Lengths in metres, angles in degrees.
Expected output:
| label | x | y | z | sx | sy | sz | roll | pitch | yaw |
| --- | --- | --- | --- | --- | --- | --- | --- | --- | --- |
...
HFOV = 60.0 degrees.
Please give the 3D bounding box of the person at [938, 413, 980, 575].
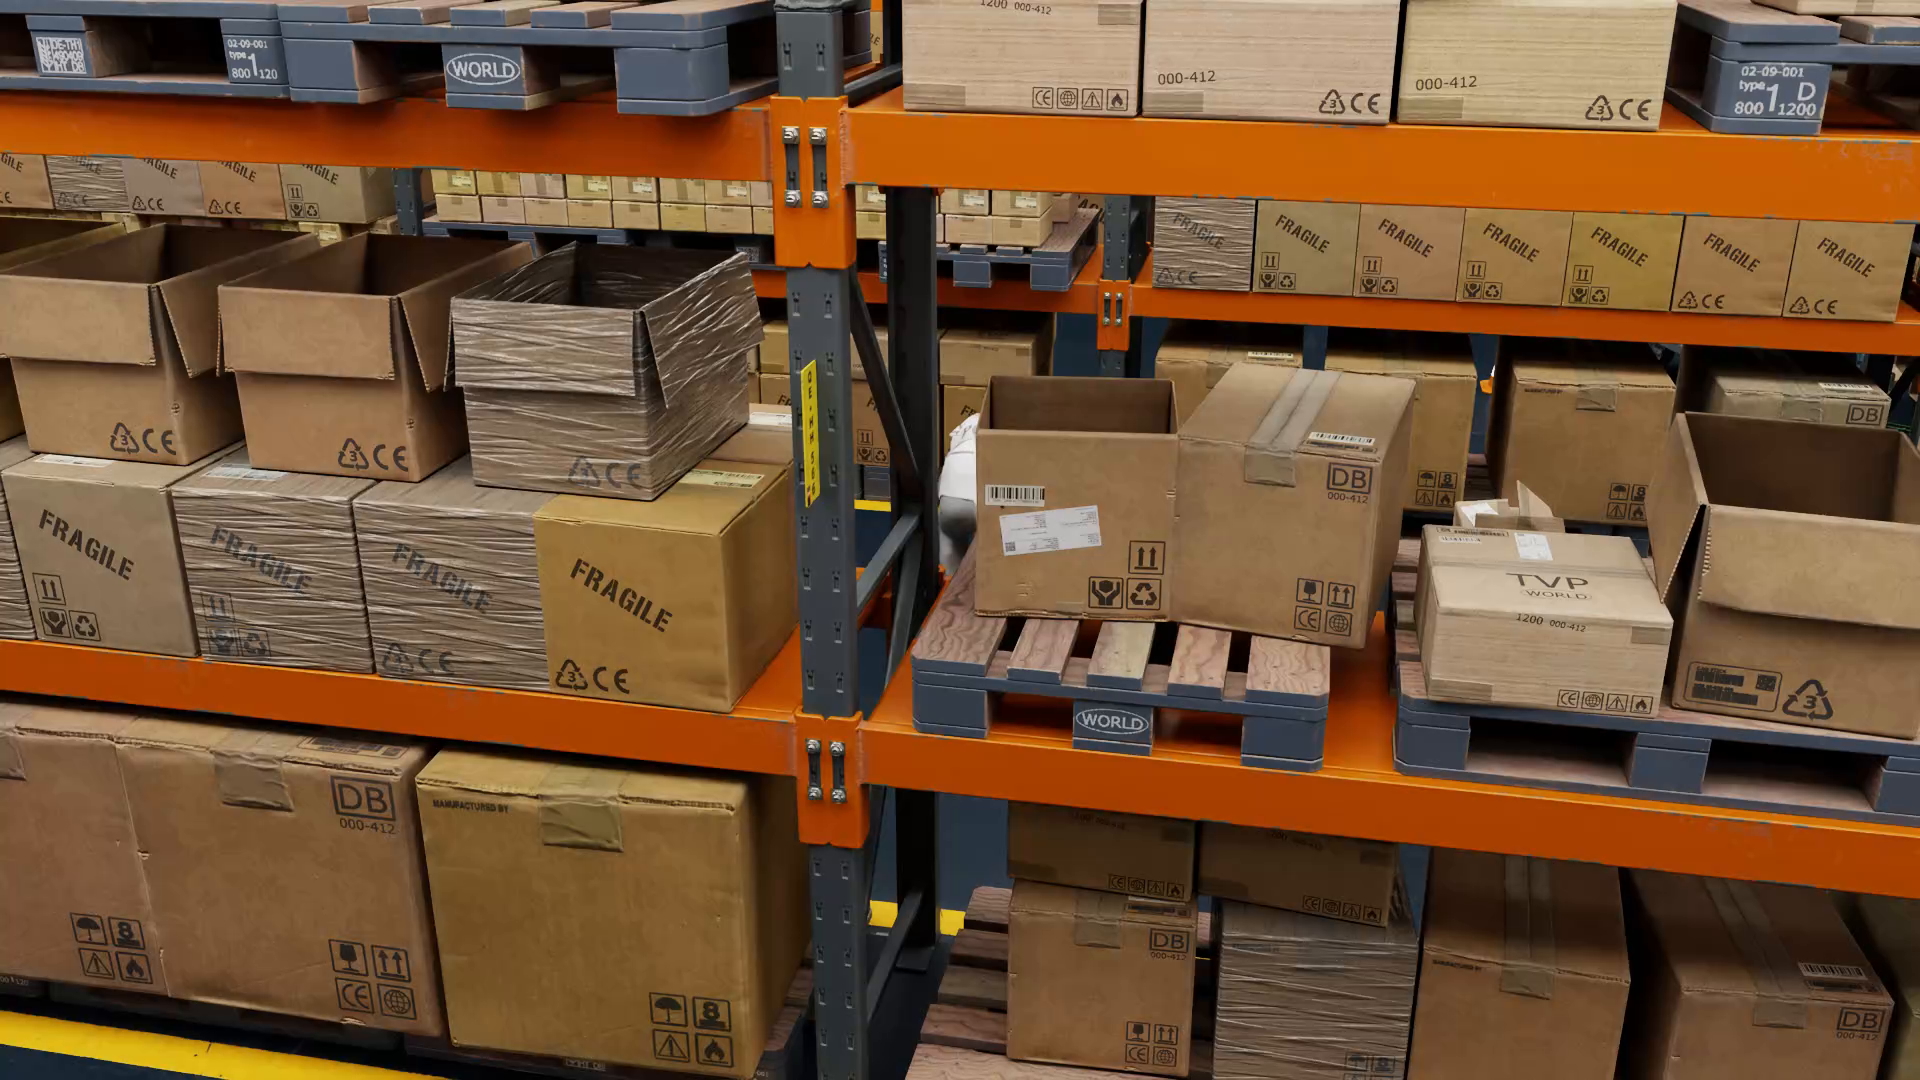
| label | x | y | z | sx | sy | sz | roll | pitch | yaw |
| --- | --- | --- | --- | --- | --- | --- | --- | --- | --- |
| person | 0.153 | -0.112 | 7.808 | 0.518 | 0.973 | 0.937 | 3 | 22 | 8 |
